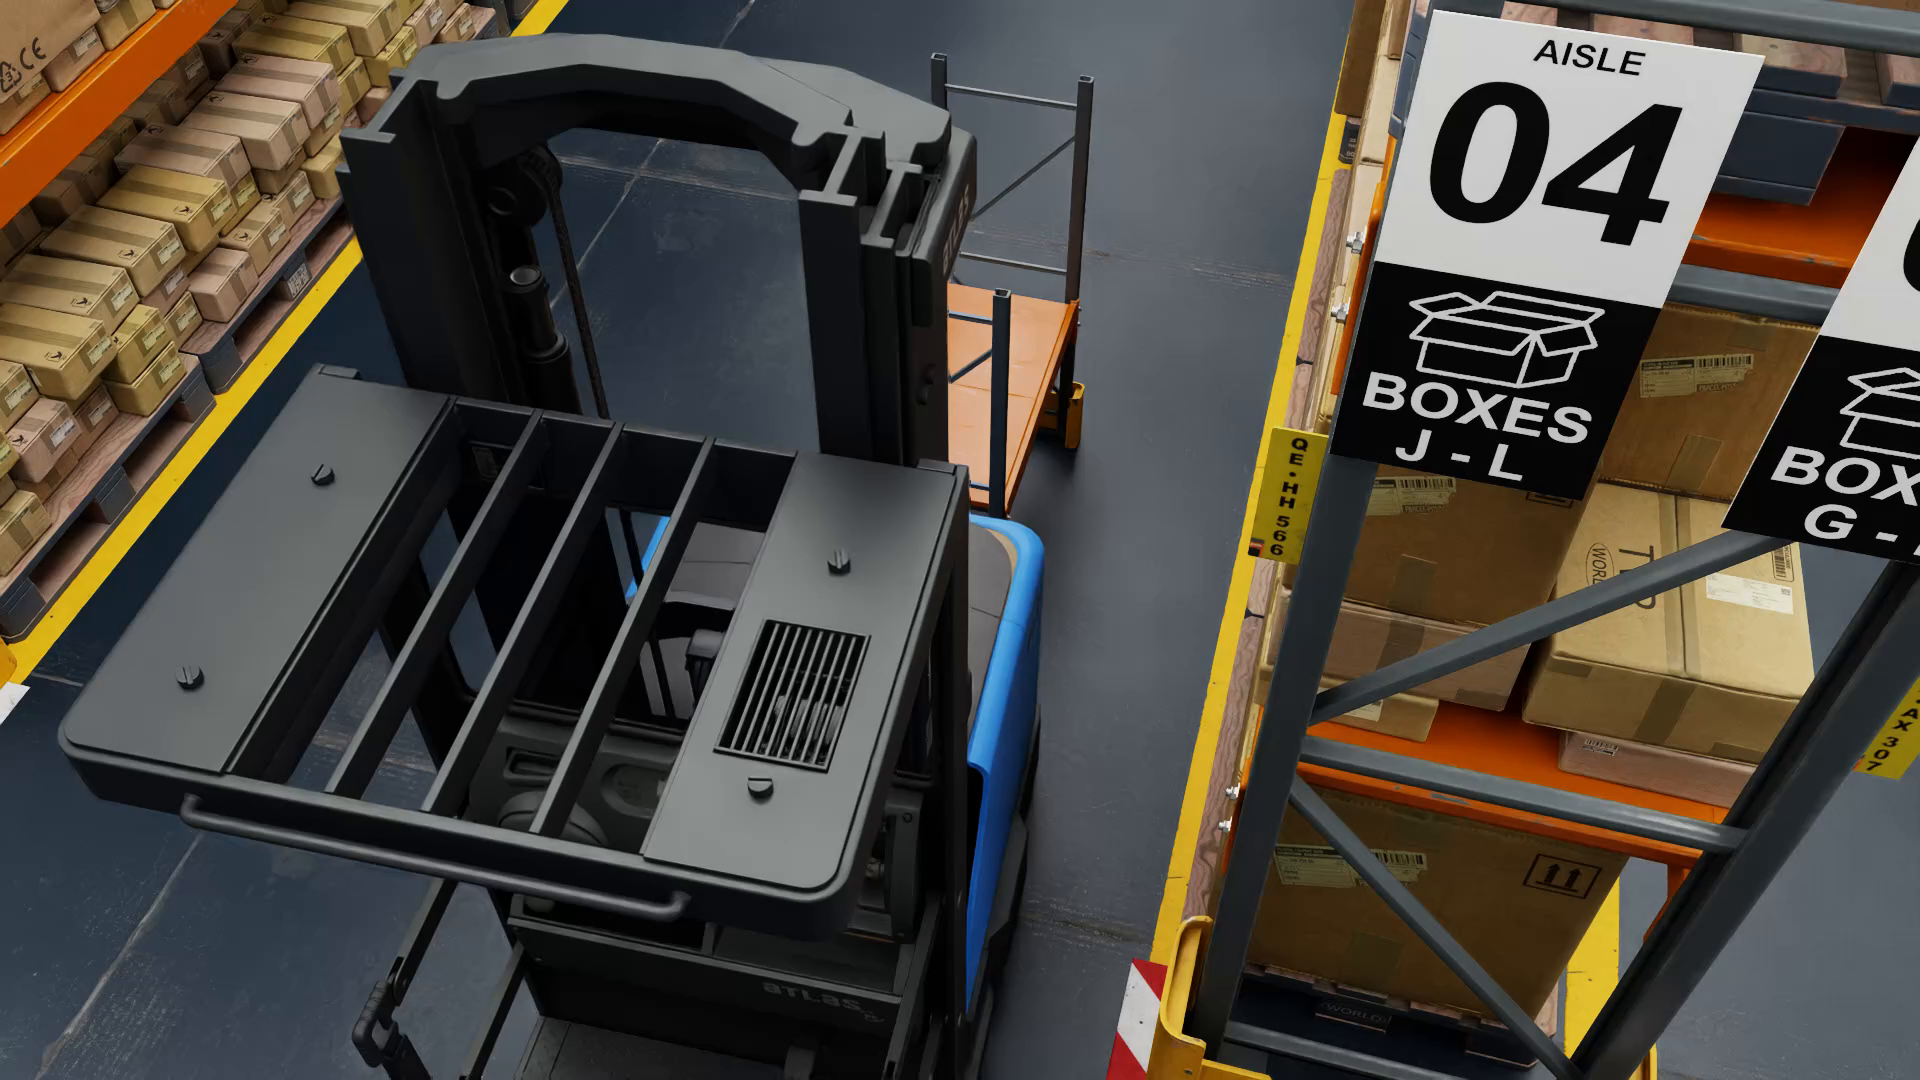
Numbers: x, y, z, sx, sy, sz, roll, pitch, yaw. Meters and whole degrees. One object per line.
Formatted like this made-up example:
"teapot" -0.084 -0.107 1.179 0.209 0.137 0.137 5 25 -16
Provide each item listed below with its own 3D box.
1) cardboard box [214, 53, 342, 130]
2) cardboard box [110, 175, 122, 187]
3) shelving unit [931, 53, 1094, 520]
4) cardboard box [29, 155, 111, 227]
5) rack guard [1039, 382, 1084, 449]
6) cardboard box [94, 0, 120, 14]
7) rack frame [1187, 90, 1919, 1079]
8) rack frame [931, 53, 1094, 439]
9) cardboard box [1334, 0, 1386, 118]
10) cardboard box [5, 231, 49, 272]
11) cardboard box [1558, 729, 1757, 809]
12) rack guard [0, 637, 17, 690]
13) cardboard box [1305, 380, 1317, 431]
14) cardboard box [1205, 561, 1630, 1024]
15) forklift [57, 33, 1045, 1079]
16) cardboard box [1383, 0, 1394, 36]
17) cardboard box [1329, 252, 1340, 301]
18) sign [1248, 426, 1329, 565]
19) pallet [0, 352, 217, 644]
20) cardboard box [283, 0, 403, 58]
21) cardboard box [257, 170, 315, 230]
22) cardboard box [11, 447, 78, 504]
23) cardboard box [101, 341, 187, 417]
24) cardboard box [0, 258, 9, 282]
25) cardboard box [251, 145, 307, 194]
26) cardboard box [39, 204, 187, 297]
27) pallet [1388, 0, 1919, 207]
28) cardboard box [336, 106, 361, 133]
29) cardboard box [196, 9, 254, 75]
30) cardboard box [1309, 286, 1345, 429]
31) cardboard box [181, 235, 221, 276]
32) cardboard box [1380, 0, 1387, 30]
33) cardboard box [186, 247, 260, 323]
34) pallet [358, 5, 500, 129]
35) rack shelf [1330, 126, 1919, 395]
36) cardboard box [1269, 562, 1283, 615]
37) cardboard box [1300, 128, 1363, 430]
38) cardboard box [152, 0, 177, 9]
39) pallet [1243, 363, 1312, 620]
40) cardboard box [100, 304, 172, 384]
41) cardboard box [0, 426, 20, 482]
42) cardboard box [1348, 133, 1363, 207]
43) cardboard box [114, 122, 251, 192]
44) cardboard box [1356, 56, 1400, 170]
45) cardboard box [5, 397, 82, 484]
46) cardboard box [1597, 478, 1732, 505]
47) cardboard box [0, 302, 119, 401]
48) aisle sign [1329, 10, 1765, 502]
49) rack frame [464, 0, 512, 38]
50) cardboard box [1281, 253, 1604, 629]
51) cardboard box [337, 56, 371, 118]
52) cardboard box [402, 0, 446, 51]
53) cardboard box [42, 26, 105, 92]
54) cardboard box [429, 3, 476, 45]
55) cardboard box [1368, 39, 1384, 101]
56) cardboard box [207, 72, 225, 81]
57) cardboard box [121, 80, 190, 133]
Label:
"cardboard box" -2.673 -1.762 6.529 0.380 0.149 0.250 9 49 8
"cardboard box" -3.416 -1.417 6.423 0.380 0.149 0.250 12 50 10
"shelving unit" 0.020 -0.551 5.236 0.587 1.500 1.083 12 50 10
"cardboard box" -3.385 -1.302 6.123 0.380 0.149 0.250 10 49 9
"rack guard" 0.151 -0.498 6.023 0.587 0.250 0.087 12 50 10
"cardboard box" -2.899 -2.061 5.303 0.500 0.500 0.500 10 49 9
"rack frame" 1.089 0.507 3.302 1.000 3.000 0.127 12 50 10
"rack frame" 0.156 -0.926 5.567 0.500 1.500 0.032 12 50 10
"cardboard box" 2.291 -2.289 6.907 1.225 0.875 0.875 12 50 10
"cardboard box" -3.547 -1.031 6.082 0.380 0.149 0.250 12 50 11
"cardboard box" 1.501 0.398 3.565 0.380 0.149 0.250 12 50 10
"rack guard" -3.650 0.227 5.216 1.175 0.500 0.348 12 50 10
"cardboard box" 1.066 -0.284 4.167 0.380 0.149 0.250 12 50 11
"cardboard box" 1.180 0.592 4.364 0.875 0.875 0.875 12 50 10
"forklift" -0.580 0.704 3.174 1.130 2.935 3.031 9 49 8
"cardboard box" 1.630 -1.788 5.229 0.500 0.250 0.500 11 50 10
"cardboard box" 1.200 -0.659 4.499 0.380 0.149 0.250 12 50 10
"sign" 0.569 -0.072 2.883 0.100 0.325 0.005 12 50 10
"pallet" -3.402 -0.258 5.837 1.003 0.211 1.213 12 50 10
"cardboard box" -2.547 -2.148 6.870 0.380 0.149 0.250 11 50 10
"cardboard box" -2.797 -1.359 6.570 0.380 0.149 0.250 12 50 11
"cardboard box" -3.233 -0.262 5.602 0.380 0.149 0.250 11 50 10
"cardboard box" -3.001 -0.606 5.906 0.380 0.149 0.250 12 50 10
"cardboard box" -3.578 -0.928 5.793 0.380 0.149 0.250 10 49 9
"cardboard box" -2.805 -1.506 6.502 0.380 0.149 0.250 9 49 8
"cardboard box" -2.990 -1.024 5.878 0.380 0.149 0.250 13 50 12
"pallet" 1.274 -0.995 2.686 1.003 0.211 1.213 12 50 10
"cardboard box" -2.734 -1.741 6.908 0.380 0.149 0.250 10 49 9
"cardboard box" -3.103 -2.049 6.783 0.380 0.149 0.250 10 49 9
"cardboard box" 1.095 -0.312 3.926 0.500 0.250 0.500 11 49 9
"cardboard box" -2.997 -1.128 6.168 0.380 0.149 0.250 14 50 12
"cardboard box" 1.605 -1.774 5.483 0.380 0.149 0.250 13 50 11
"cardboard box" -2.876 -0.973 6.229 0.380 0.149 0.250 9 49 8
"pallet" -2.759 -2.023 7.395 1.003 0.211 1.213 12 50 10
"rack shelf" 1.615 -1.694 3.724 1.077 0.370 4.000 12 50 10
"cardboard box" 0.932 0.079 3.847 0.380 0.149 0.250 12 50 10
"cardboard box" 1.654 -0.710 5.513 0.875 0.875 0.875 12 50 10
"cardboard box" -2.808 -1.957 5.645 0.380 0.149 0.250 12 50 11
"pallet" 1.547 -0.044 5.648 1.003 0.211 1.213 12 50 10
"cardboard box" -3.006 -0.713 5.802 0.380 0.149 0.250 13 50 11
"cardboard box" -3.204 -0.250 5.194 0.380 0.149 0.250 10 49 8
"cardboard box" 1.334 -1.027 4.824 0.380 0.149 0.250 10 49 9
"cardboard box" -2.903 -1.406 6.215 0.380 0.149 0.250 12 50 10
"cardboard box" 1.361 -1.058 4.584 0.500 0.250 0.500 12 50 10
"cardboard box" -3.158 -0.354 5.485 0.380 0.149 0.250 11 50 10
"cardboard box" 1.606 -0.213 3.839 0.500 0.250 0.500 11 49 10
"cardboard box" -3.058 -0.630 5.530 0.380 0.149 0.250 11 50 10
"aisle sign" 0.781 -0.361 2.334 0.394 0.787 0.004 12 50 10
"rack frame" -2.617 -3.438 6.784 1.000 3.000 0.127 12 50 10
"cardboard box" 0.964 -0.195 3.322 0.500 0.500 0.500 12 50 10
"cardboard box" -2.666 -1.884 6.835 0.380 0.149 0.250 12 50 10
"cardboard box" -2.452 -2.244 7.153 0.380 0.149 0.250 9 49 8
"cardboard box" -2.995 -1.587 5.317 0.380 0.149 0.250 11 49 9
"cardboard box" -2.391 -2.283 7.386 0.380 0.149 0.250 12 50 11
"cardboard box" 1.470 -1.399 5.151 0.380 0.149 0.250 11 49 10
"cardboard box" -3.104 -1.955 6.897 0.380 0.149 0.250 9 49 8
"cardboard box" -3.241 -1.668 6.446 0.380 0.149 0.250 10 49 8
